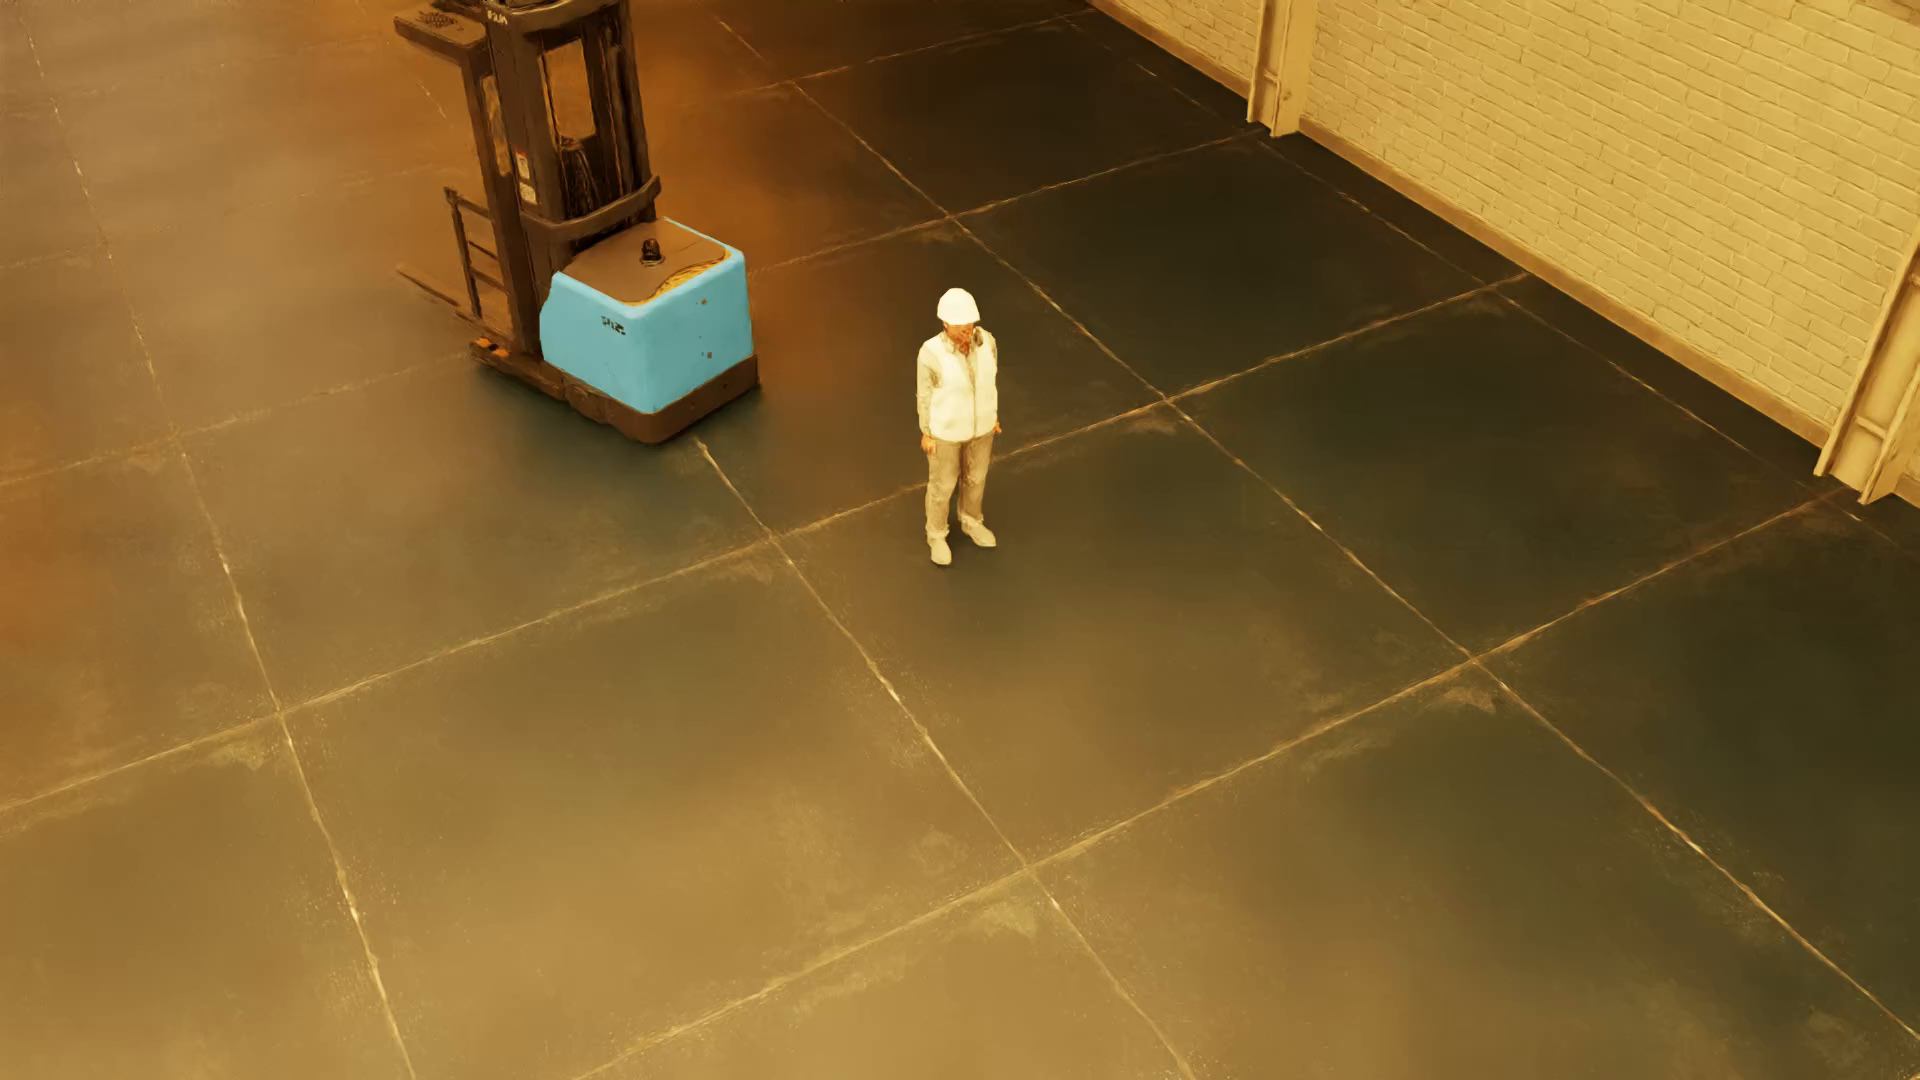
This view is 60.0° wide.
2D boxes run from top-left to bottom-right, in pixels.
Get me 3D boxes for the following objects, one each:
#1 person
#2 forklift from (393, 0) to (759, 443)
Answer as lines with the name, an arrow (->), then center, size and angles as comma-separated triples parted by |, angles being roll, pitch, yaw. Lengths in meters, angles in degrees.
person -> 0.006, -0.679, 9.762 | 0.529, 1.776, 0.356 | -20, 44, -23
forklift -> -2.858, -2.556, 11.118 | 3.031, 2.935, 1.130 | 28, 47, 29
